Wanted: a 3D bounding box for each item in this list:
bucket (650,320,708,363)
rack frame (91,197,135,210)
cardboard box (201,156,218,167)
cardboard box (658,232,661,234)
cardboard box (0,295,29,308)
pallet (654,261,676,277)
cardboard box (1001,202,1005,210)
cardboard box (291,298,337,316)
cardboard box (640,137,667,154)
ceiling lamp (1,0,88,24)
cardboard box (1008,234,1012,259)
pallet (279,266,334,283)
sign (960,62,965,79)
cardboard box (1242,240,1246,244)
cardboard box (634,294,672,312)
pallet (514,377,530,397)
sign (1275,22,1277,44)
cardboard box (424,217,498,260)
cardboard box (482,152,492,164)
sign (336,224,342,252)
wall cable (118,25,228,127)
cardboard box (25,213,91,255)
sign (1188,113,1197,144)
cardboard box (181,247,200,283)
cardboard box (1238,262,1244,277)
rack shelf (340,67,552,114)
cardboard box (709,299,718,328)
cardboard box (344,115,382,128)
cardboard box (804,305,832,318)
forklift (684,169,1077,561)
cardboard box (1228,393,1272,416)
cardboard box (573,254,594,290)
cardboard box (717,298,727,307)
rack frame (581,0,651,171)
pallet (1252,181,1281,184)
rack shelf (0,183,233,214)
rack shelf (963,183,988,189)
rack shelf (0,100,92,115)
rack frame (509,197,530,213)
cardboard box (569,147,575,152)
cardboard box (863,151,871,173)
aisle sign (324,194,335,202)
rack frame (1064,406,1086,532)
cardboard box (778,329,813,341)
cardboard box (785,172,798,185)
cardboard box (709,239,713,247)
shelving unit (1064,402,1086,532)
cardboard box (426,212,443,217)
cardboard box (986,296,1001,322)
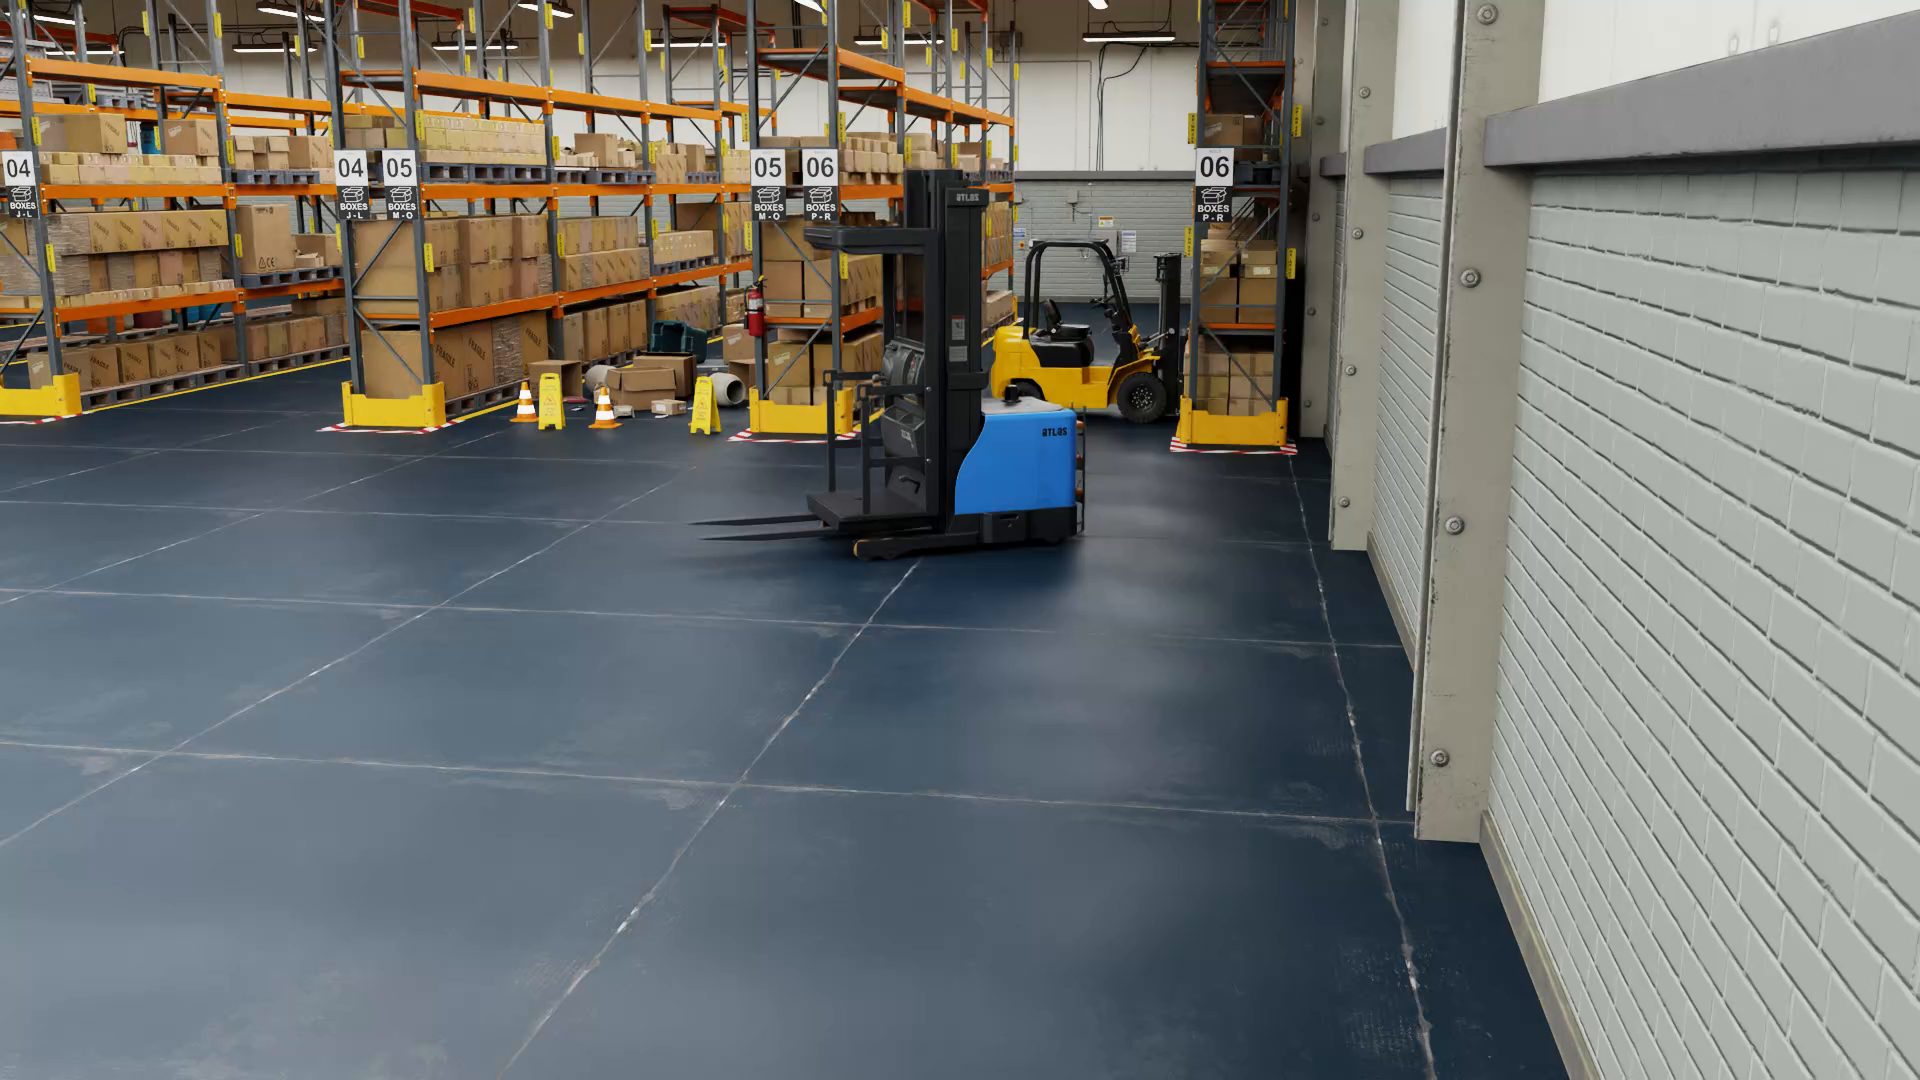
[{"bbox_3d":[-3.893,-2.734,23.222,0.726,0.611,0.620,7,4,28],"label":"bucket"},{"bbox_3d":[-18.978,-6.696,37.443,1.000,3.000,0.127,2,12,9],"label":"rack frame"},{"bbox_3d":[-10.801,-5.387,23.659,0.380,0.149,0.250,2,12,10],"label":"cardboard box"},{"bbox_3d":[-5.594,-5.449,29.845,0.380,0.149,0.250,2,12,8],"label":"cardboard box"},{"bbox_3d":[-11.811,-2.987,20.828,0.380,0.149,0.250,2,12,9],"label":"cardboard box"},{"bbox_3d":[-5.531,-4.585,28.104,1.213,0.211,1.003,2,12,9],"label":"pallet"},{"bbox_3d":[0.693,-6.665,33.151,0.380,0.149,0.250,2,12,10],"label":"cardboard box"},{"bbox_3d":[-10.566,-3.817,27.195,0.500,0.250,0.500,3,13,15],"label":"cardboard box"},{"bbox_3d":[-5.121,-6.599,27.819,0.396,0.266,0.258,2,12,9],"label":"cardboard box"},{"bbox_3d":[-17.052,-11.387,31.116,0.800,3.185,2.000,2,12,9],"label":"ceiling lamp"},{"bbox_3d":[0.789,-5.993,33.944,0.500,0.500,0.500,2,12,9],"label":"cardboard box"},{"bbox_3d":[-10.685,-4.202,26.324,1.003,0.211,1.213,2,12,9],"label":"pallet"},{"bbox_3d":[0.054,-9.539,33.802,0.100,0.325,0.005,2,12,9],"label":"sign"},{"bbox_3d":[3.831,-3.779,21.426,0.380,0.149,0.250,2,12,7],"label":"cardboard box"},{"bbox_3d":[-5.190,-4.013,28.149,0.500,0.250,0.500,1,12,6],"label":"cardboard box"},{"bbox_3d":[-6.345,-2.175,23.086,1.003,0.211,1.213,2,12,9],"label":"pallet"},{"bbox_3d":[4.825,-7.677,25.163,0.100,0.325,0.005,2,12,9],"label":"sign"},{"bbox_3d":[-6.504,-3.883,21.472,0.875,0.550,0.500,2,12,9],"label":"cardboard box"},{"bbox_3d":[-6.164,-4.836,21.055,0.380,0.149,0.250,2,12,9],"label":"cardboard box"},{"bbox_3d":[-7.300,-3.564,19.600,0.100,0.325,0.005,2,12,9],"label":"sign"},{"bbox_3d":[-19.978,-11.817,42.350,3.097,2.526,0.112,2,12,9],"label":"wall cable"},{"bbox_3d":[-11.297,-3.832,20.838,0.500,0.500,0.500,2,12,9],"label":"cardboard box"},{"bbox_3d":[2.512,-4.443,17.956,0.100,0.325,0.005,2,12,9],"label":"sign"},{"bbox_3d":[-11.278,-3.876,23.414,0.875,0.500,0.500,2,12,9],"label":"cardboard box"},{"bbox_3d":[3.330,-3.044,18.720,0.380,0.149,0.250,2,12,9],"label":"cardboard box"},{"bbox_3d":[-6.458,-5.663,21.069,1.077,0.370,4.000,2,12,9],"label":"rack shelf"},{"bbox_3d":[-4.785,-4.181,30.709,0.500,0.500,0.500,2,12,8],"label":"cardboard box"},{"bbox_3d":[-7.049,-4.930,19.600,0.380,0.149,0.250,2,12,9],"label":"cardboard box"},{"bbox_3d":[-1.602,-2.663,19.329,0.380,0.149,0.250,2,12,9],"label":"cardboard box"},{"bbox_3d":[-0.634,-1.396,13.015,3.031,2.935,1.130,-4,13,-19],"label":"forklift"},{"bbox_3d":[3.315,-1.519,18.953,0.500,0.250,0.500,2,12,9],"label":"cardboard box"},{"bbox_3d":[-5.727,-3.949,24.460,0.500,0.500,0.500,2,12,9],"label":"cardboard box"},{"bbox_3d":[-4.663,-4.527,31.738,0.380,0.149,0.250,2,12,11],"label":"cardboard box"},{"bbox_3d":[-5.535,-7.460,26.747,1.000,3.000,0.127,2,12,9],"label":"rack frame"},{"bbox_3d":[4.260,-5.457,25.025,1.213,0.211,1.003,2,12,11],"label":"pallet"},{"bbox_3d":[-11.344,-4.574,22.187,1.077,0.370,4.000,2,12,9],"label":"rack shelf"},{"bbox_3d":[-0.321,-5.919,28.424,1.077,0.370,4.000,2,12,9],"label":"rack shelf"},{"bbox_3d":[-15.622,-6.838,26.521,1.077,0.370,4.000,2,12,9],"label":"rack shelf"},{"bbox_3d":[-9.190,-6.374,35.950,1.000,3.000,0.127,2,12,9],"label":"rack frame"},{"bbox_3d":[-6.020,-5.849,25.372,0.500,0.311,0.500,2,12,8],"label":"cardboard box"},{"bbox_3d":[-1.376,-4.570,20.107,0.500,0.250,0.500,2,12,10],"label":"cardboard box"},{"bbox_3d":[-13.784,-7.811,36.446,0.394,0.787,0.004,2,12,9],"label":"aisle sign"},{"bbox_3d":[0.935,-0.576,13.676,0.200,1.050,0.008,-4,13,-20],"label":"rack frame"},{"bbox_3d":[-2.003,-2.521,20.281,0.380,0.149,0.250,2,12,10],"label":"cardboard box"},{"bbox_3d":[-2.081,-4.149,19.102,0.380,0.149,0.250,2,12,9],"label":"cardboard box"},{"bbox_3d":[-4.786,-5.498,30.780,0.380,0.149,0.250,2,12,10],"label":"cardboard box"},{"bbox_3d":[0.893,-0.600,13.787,0.215,1.050,0.252,-4,13,-20],"label":"shelving unit"},{"bbox_3d":[-10.013,-5.805,30.691,0.797,0.503,0.637,2,12,9],"label":"cardboard box"},{"bbox_3d":[0.326,-4.487,32.277,0.875,0.438,0.875,2,12,7],"label":"cardboard box"}]
